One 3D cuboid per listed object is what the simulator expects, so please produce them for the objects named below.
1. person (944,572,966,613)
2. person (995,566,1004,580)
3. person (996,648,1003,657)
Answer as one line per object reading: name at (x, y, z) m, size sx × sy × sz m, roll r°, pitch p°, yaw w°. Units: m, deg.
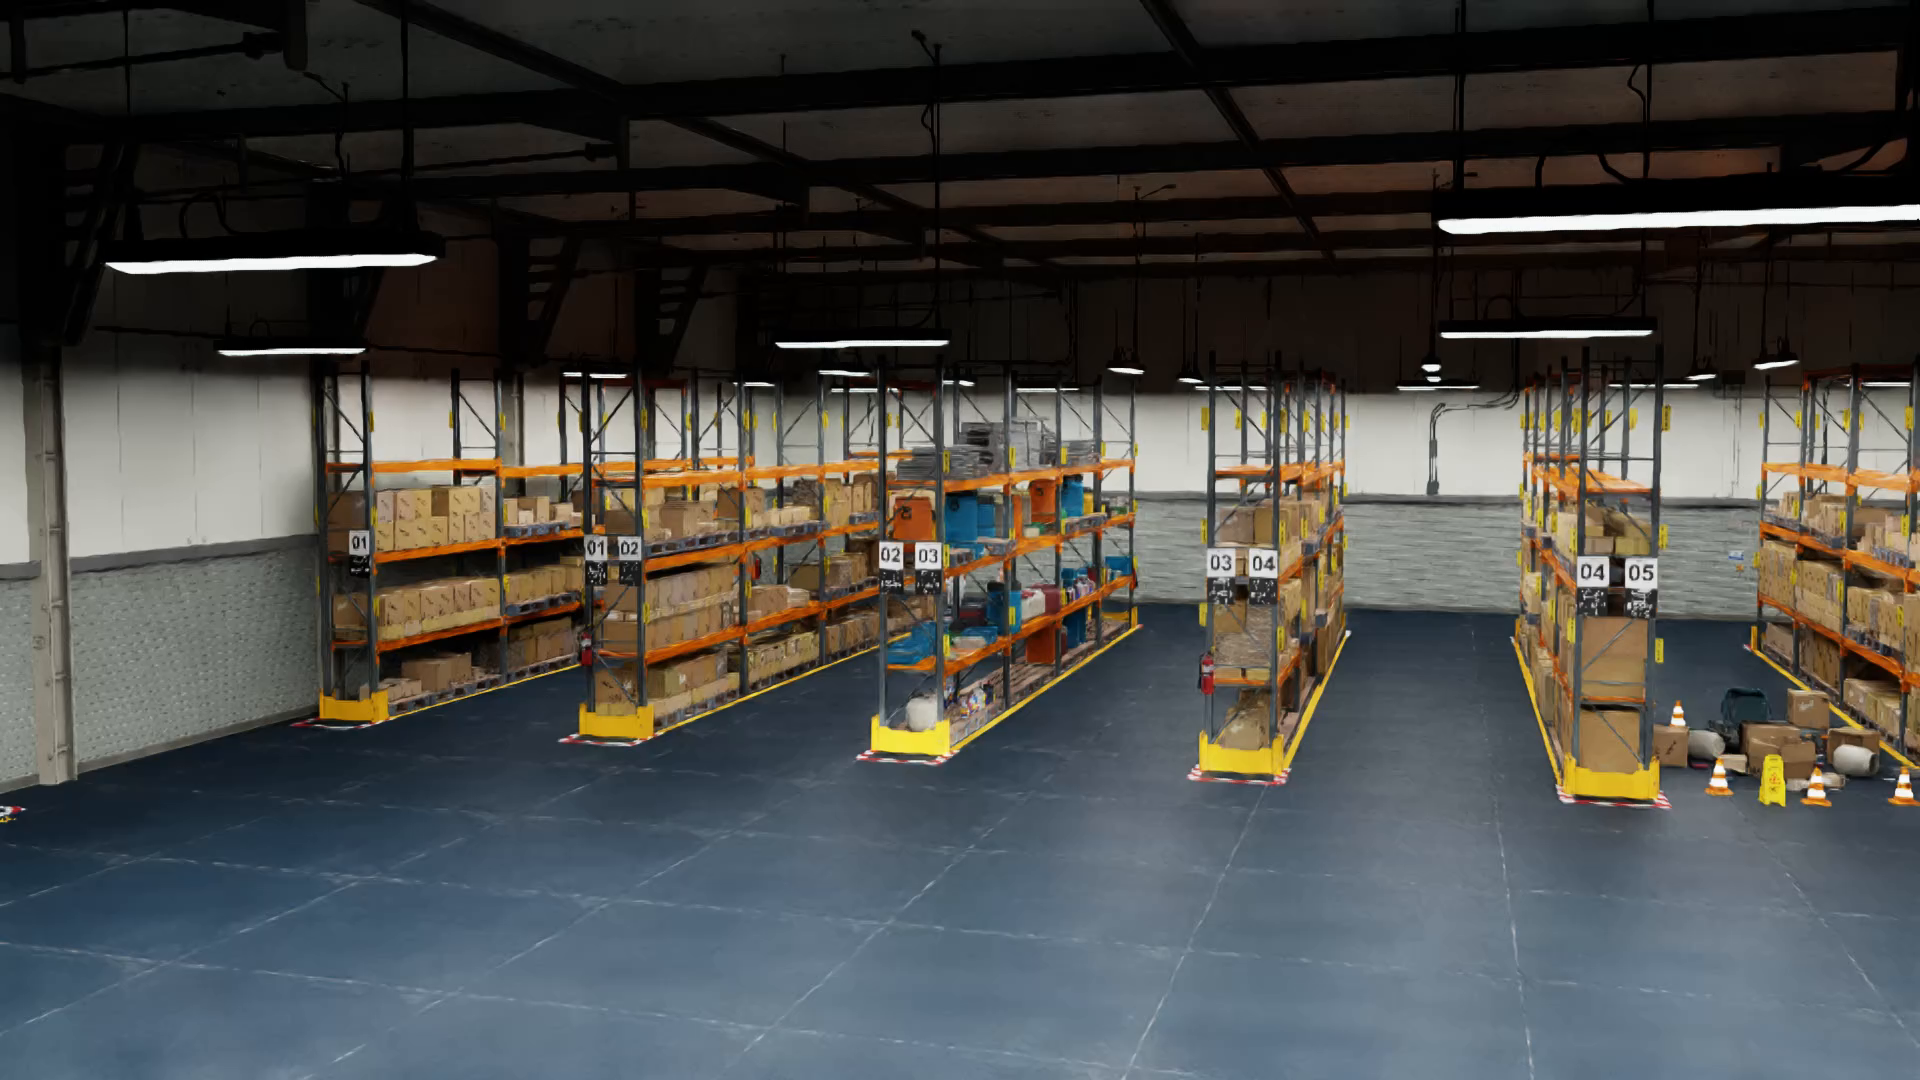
person at (-0.118, 1.056, 42.904) m, size 0.586 × 1.776 × 0.575 m, roll -1°, pitch 4°, yaw -19°
person at (0.993, 1.401, 39.062) m, size 0.446 × 1.590 × 1.110 m, roll 1°, pitch 4°, yaw 18°
person at (0.824, 1.698, 35.530) m, size 0.565 × 1.535 × 0.796 m, roll 2°, pitch 4°, yaw 22°
